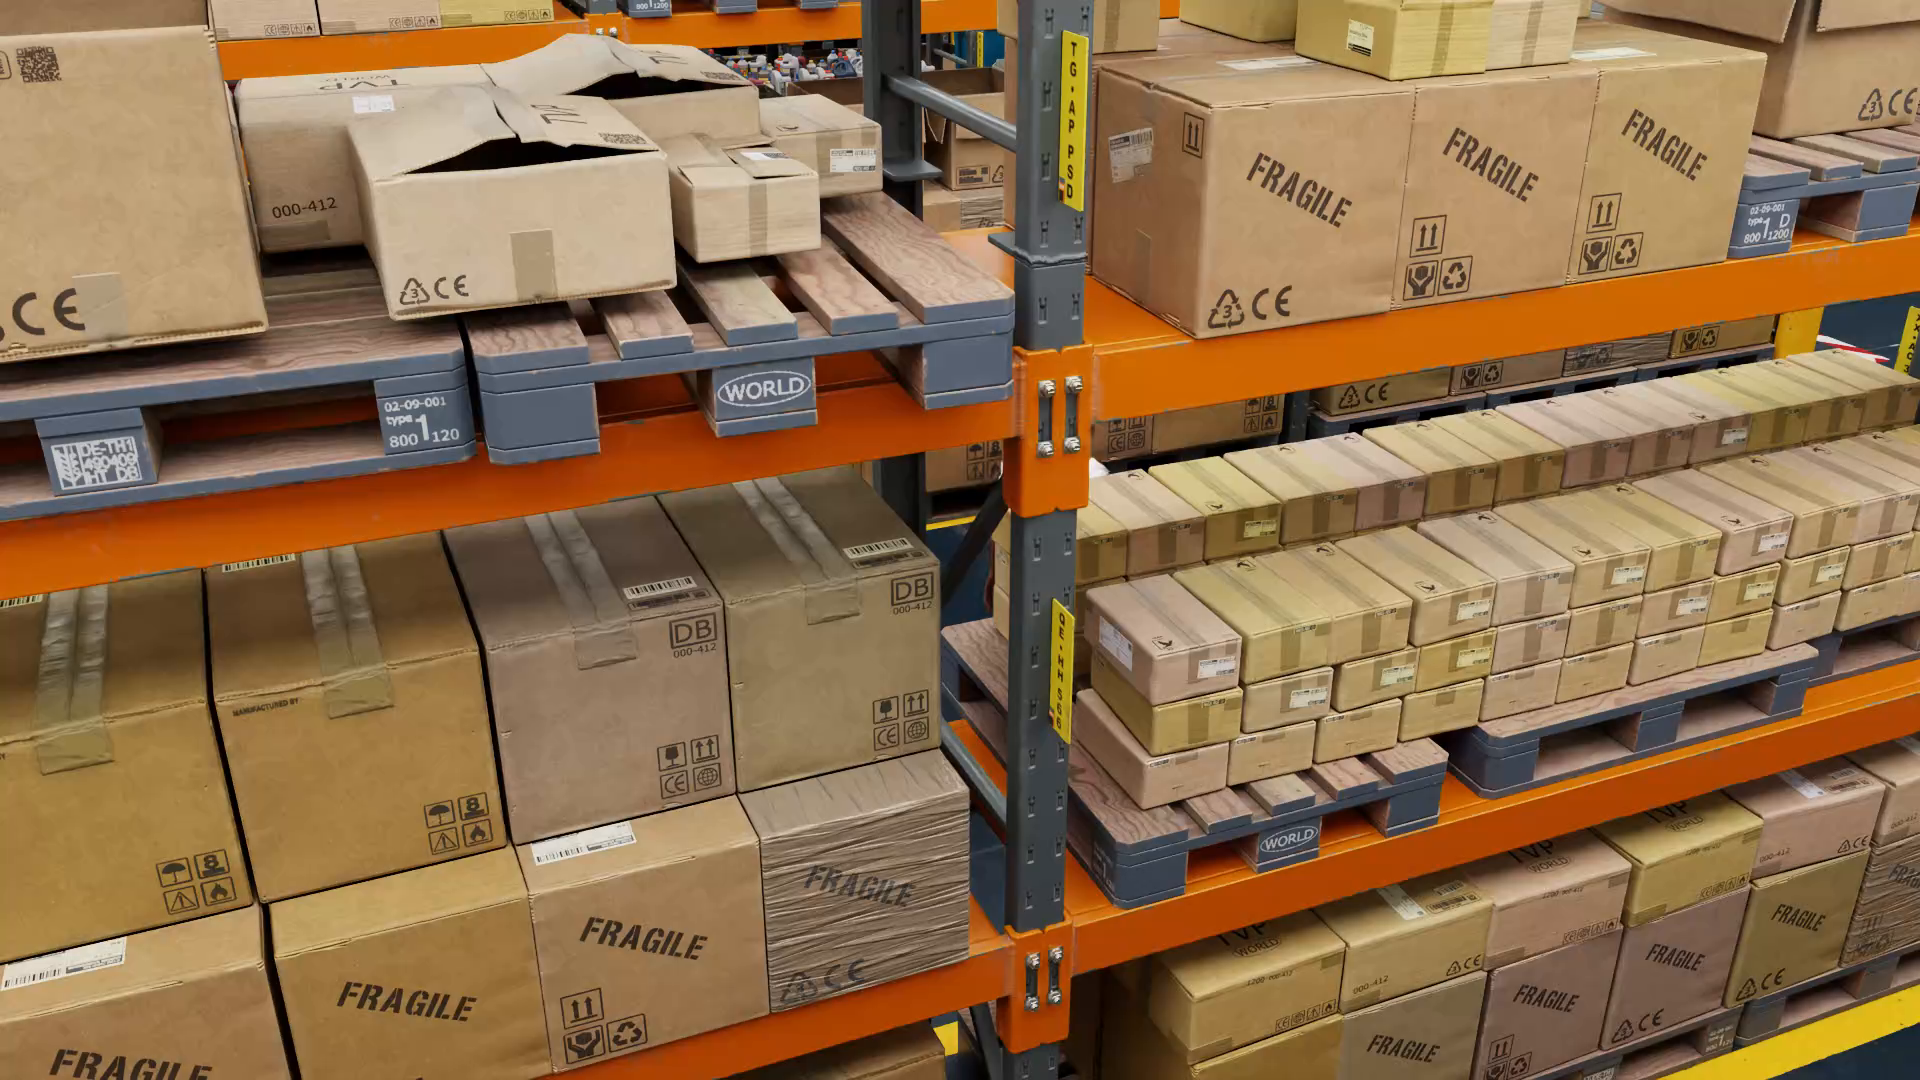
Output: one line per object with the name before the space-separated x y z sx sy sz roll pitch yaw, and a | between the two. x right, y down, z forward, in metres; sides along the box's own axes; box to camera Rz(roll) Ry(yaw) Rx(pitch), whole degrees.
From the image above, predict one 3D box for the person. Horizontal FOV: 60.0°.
person | 0.391 0.178 6.739 1.045 1.725 0.597 -19 32 -34
